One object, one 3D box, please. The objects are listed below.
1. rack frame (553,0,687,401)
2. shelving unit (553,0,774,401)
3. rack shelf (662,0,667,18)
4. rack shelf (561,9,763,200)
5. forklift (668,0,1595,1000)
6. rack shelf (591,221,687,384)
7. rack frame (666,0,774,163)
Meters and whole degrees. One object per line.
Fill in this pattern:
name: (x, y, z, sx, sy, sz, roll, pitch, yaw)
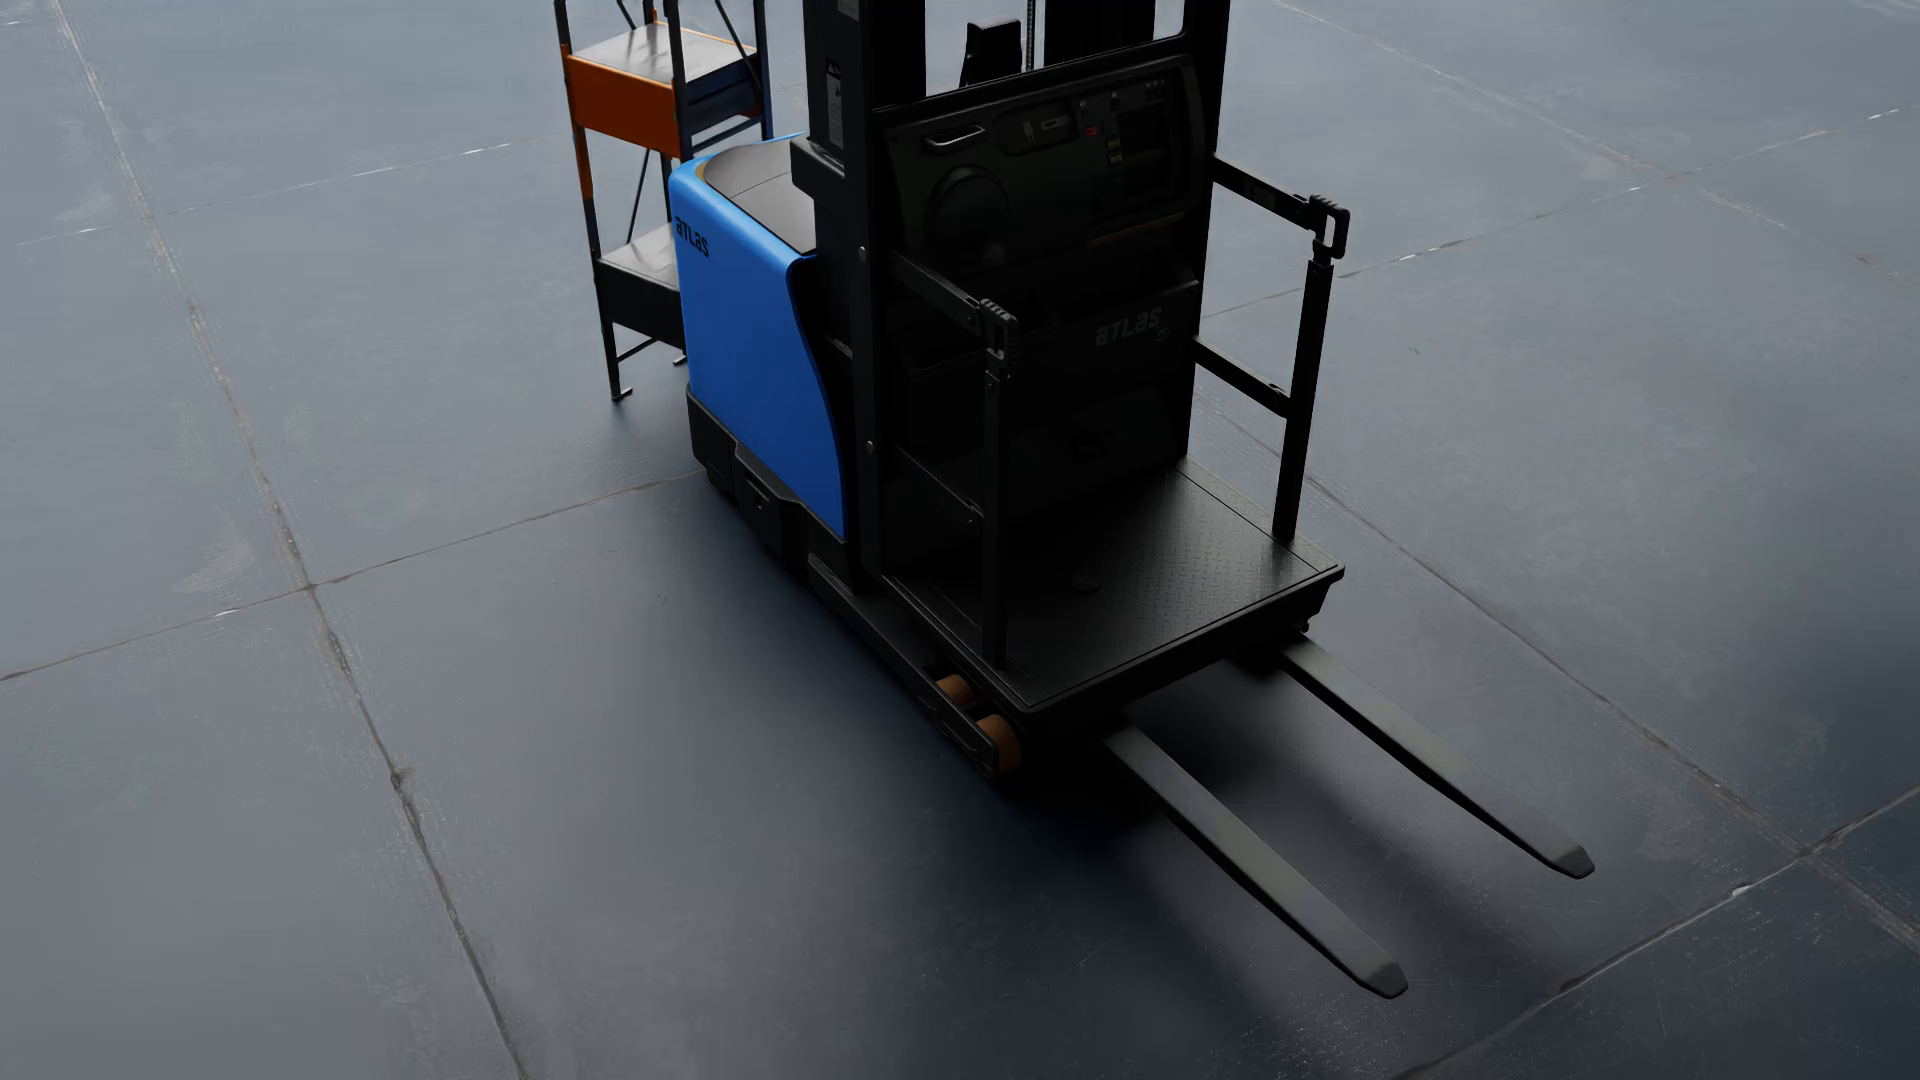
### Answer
rack frame: (-1.119, -1.437, 5.432, 0.015, 2.100, 0.400, 23, 43, 28)
shelving unit: (-0.922, -1.352, 5.317, 0.503, 2.100, 0.431, 23, 43, 28)
rack shelf: (-0.923, -1.903, 4.908, 0.480, 0.518, 0.431, 23, 43, 28)
rack shelf: (-0.922, -1.341, 5.325, 0.480, 0.518, 0.431, 23, 43, 28)
forklift: (0.347, -0.878, 3.967, 1.130, 2.935, 3.031, -22, 41, -27)
rack shelf: (-0.921, -0.778, 5.741, 0.480, 0.518, 0.431, 23, 43, 28)
rack frame: (-0.725, -1.266, 5.201, 0.015, 2.100, 0.400, 23, 43, 28)
